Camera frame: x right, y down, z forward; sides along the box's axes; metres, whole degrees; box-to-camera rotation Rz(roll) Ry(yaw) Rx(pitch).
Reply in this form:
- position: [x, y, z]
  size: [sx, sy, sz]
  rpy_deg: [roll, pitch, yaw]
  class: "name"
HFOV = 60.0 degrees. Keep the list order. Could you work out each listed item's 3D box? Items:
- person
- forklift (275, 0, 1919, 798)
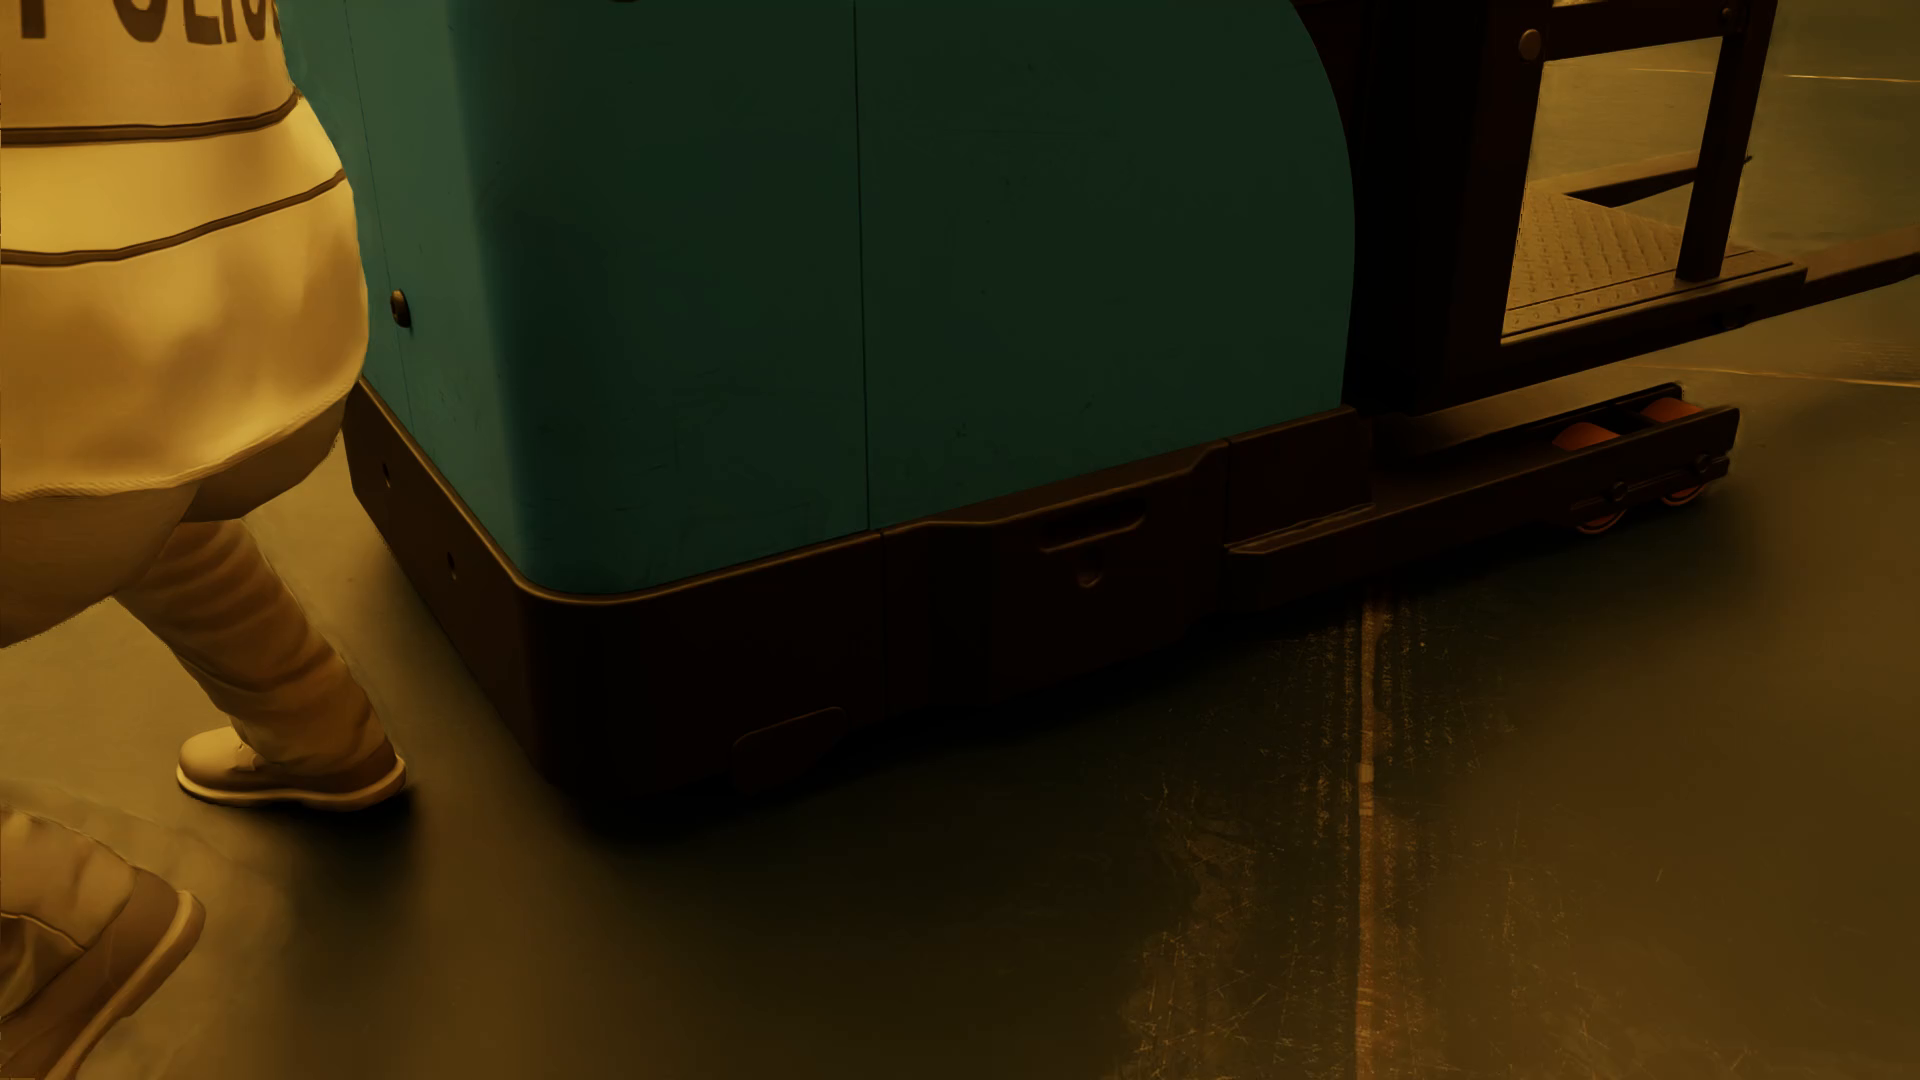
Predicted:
- position: [-0.808, -0.220, 1.297]
  size: [0.710, 1.483, 0.813]
  rpy_deg: [6, 27, 12]
  class: "person"
- position: [0.613, -1.504, 2.227]
  size: [3.031, 2.935, 1.130]
  rpy_deg: [-15, 31, -28]
  class: "forklift"
